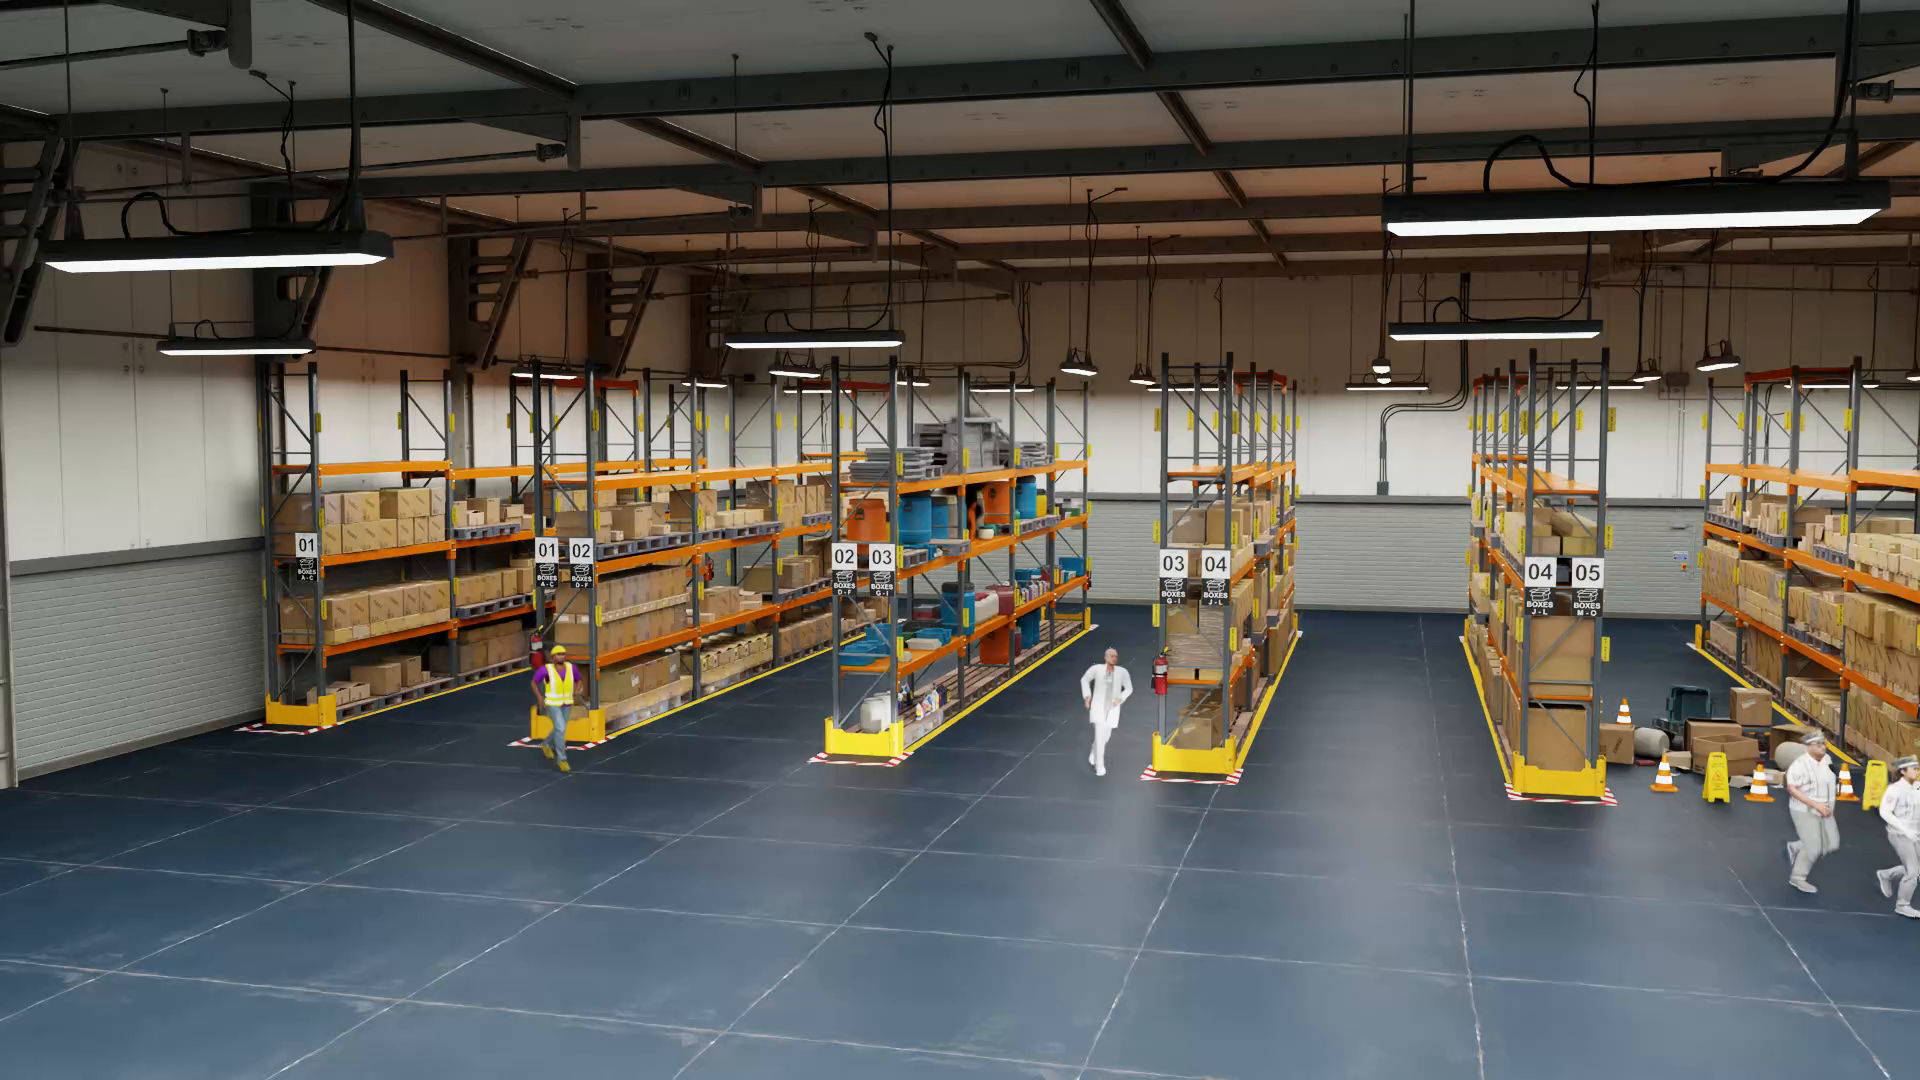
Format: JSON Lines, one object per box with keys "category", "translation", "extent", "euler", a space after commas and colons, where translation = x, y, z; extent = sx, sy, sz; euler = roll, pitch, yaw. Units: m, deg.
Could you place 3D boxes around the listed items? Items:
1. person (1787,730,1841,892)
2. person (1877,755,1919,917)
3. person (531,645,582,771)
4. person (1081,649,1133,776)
{"category": "person", "translation": [9.144, 2.889, 17.834], "extent": [0.679, 1.743, 0.670], "euler": [-2, 4, -22]}
{"category": "person", "translation": [9.600, 2.981, 16.951], "extent": [0.667, 1.643, 0.585], "euler": [-2, 4, -26]}
{"category": "person", "translation": [-5.831, 2.401, 24.200], "extent": [0.706, 1.776, 0.912], "euler": [-4, 5, -43]}
{"category": "person", "translation": [2.121, 2.446, 23.983], "extent": [0.720, 1.772, 0.894], "euler": [-1, 4, -7]}
